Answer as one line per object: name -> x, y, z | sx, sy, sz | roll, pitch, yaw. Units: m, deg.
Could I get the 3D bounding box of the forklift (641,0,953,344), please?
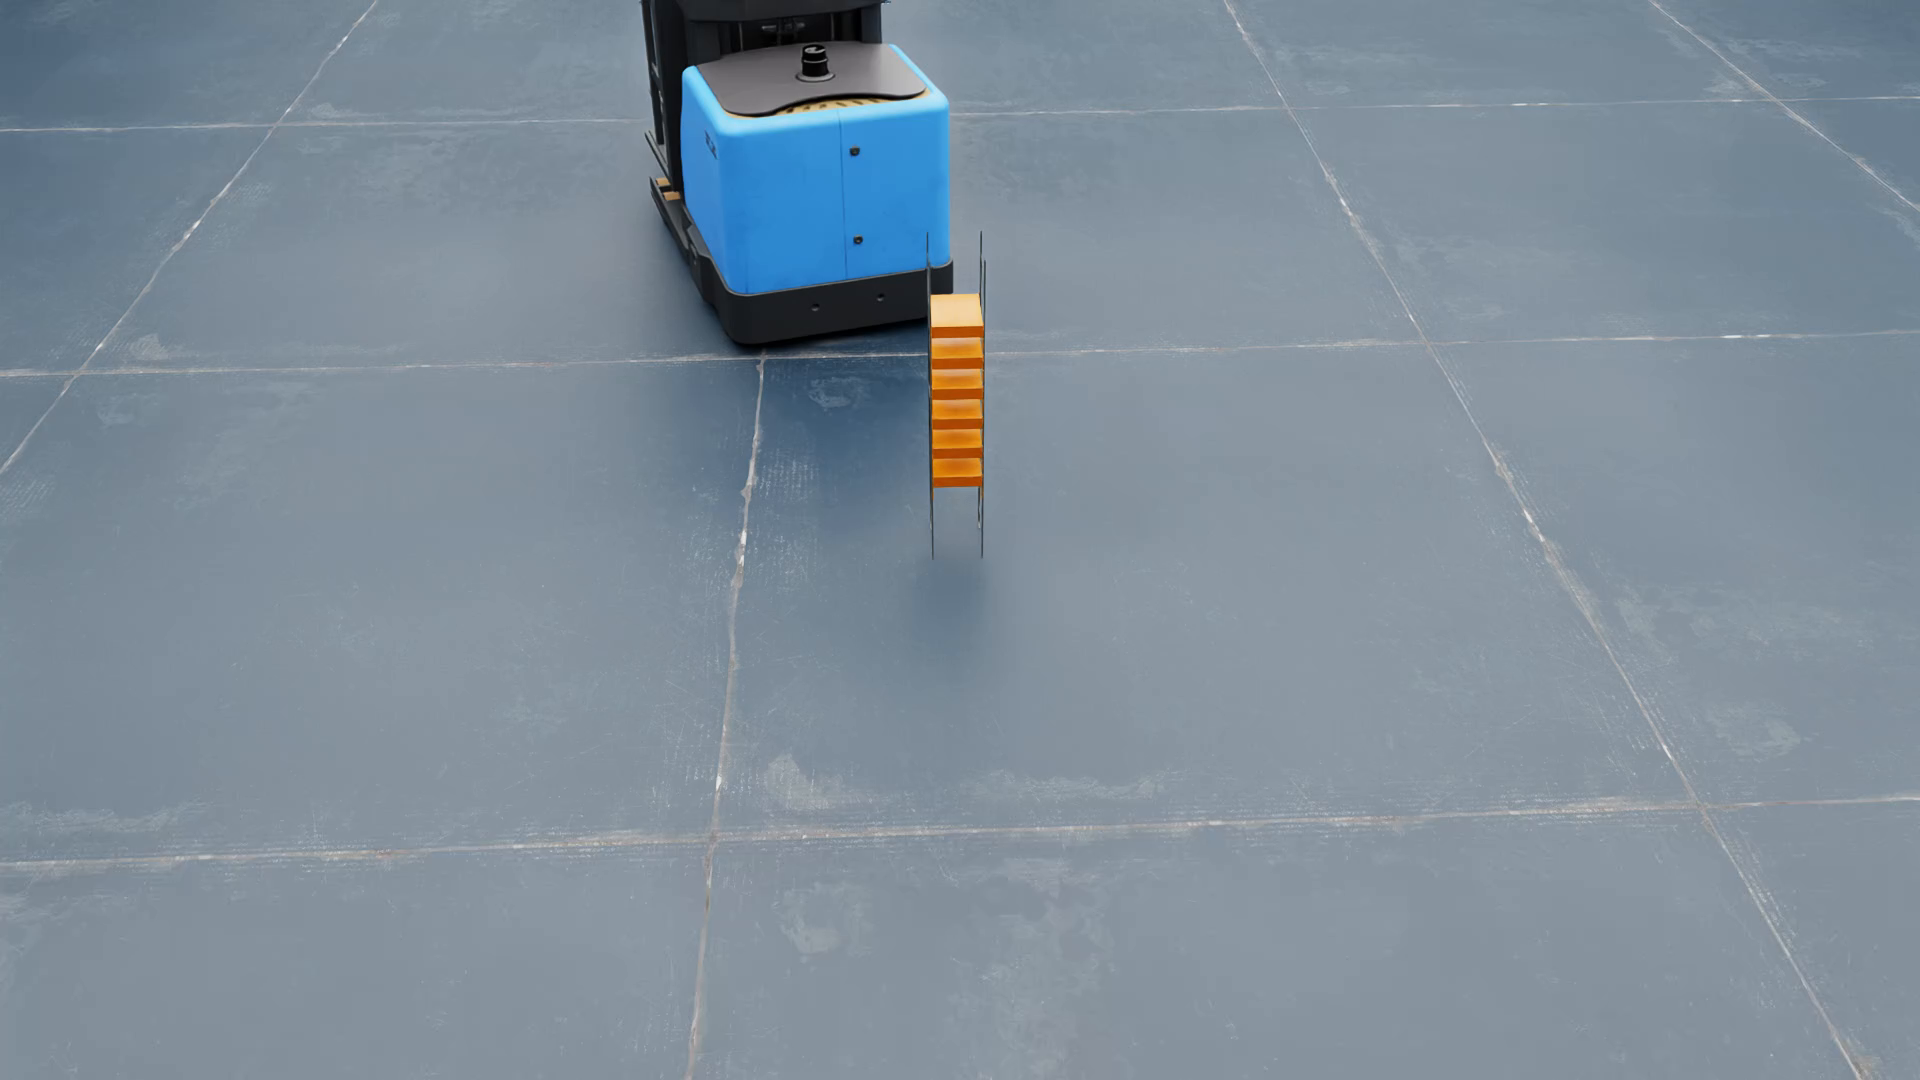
forklift -> -0.991, -2.910, 7.879 | 1.130, 2.935, 3.031 | -11, 36, -16

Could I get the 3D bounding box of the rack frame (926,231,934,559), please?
rack frame -> -0.106, -0.491, 5.904 | 0.006, 1.200, 0.240 | -2, 35, -2

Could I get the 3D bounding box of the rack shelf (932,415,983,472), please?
rack shelf -> -0.014, -0.358, 6.002 | 0.180, 0.103, 0.258 | -2, 35, -2

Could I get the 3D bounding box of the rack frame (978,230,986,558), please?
rack frame -> 0.077, -0.495, 5.912 | 0.006, 1.200, 0.240 | -2, 35, -2

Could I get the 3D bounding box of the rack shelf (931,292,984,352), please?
rack shelf -> -0.014, -0.752, 5.728 | 0.180, 0.103, 0.258 | -2, 35, -2

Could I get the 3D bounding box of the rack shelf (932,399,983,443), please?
rack shelf -> -0.014, -0.456, 5.933 | 0.180, 0.103, 0.258 | -2, 35, -2

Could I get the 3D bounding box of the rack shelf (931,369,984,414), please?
rack shelf -> -0.014, -0.555, 5.865 | 0.180, 0.103, 0.258 | -2, 35, -2

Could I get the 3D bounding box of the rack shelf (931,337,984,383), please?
rack shelf -> -0.014, -0.654, 5.797 | 0.180, 0.103, 0.258 | -2, 35, -2

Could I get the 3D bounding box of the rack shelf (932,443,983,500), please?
rack shelf -> -0.014, -0.259, 6.070 | 0.180, 0.103, 0.258 | -2, 35, -2

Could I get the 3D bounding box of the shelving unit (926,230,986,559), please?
shelving unit -> -0.014, -0.493, 5.908 | 0.189, 1.200, 0.258 | -2, 35, -2
